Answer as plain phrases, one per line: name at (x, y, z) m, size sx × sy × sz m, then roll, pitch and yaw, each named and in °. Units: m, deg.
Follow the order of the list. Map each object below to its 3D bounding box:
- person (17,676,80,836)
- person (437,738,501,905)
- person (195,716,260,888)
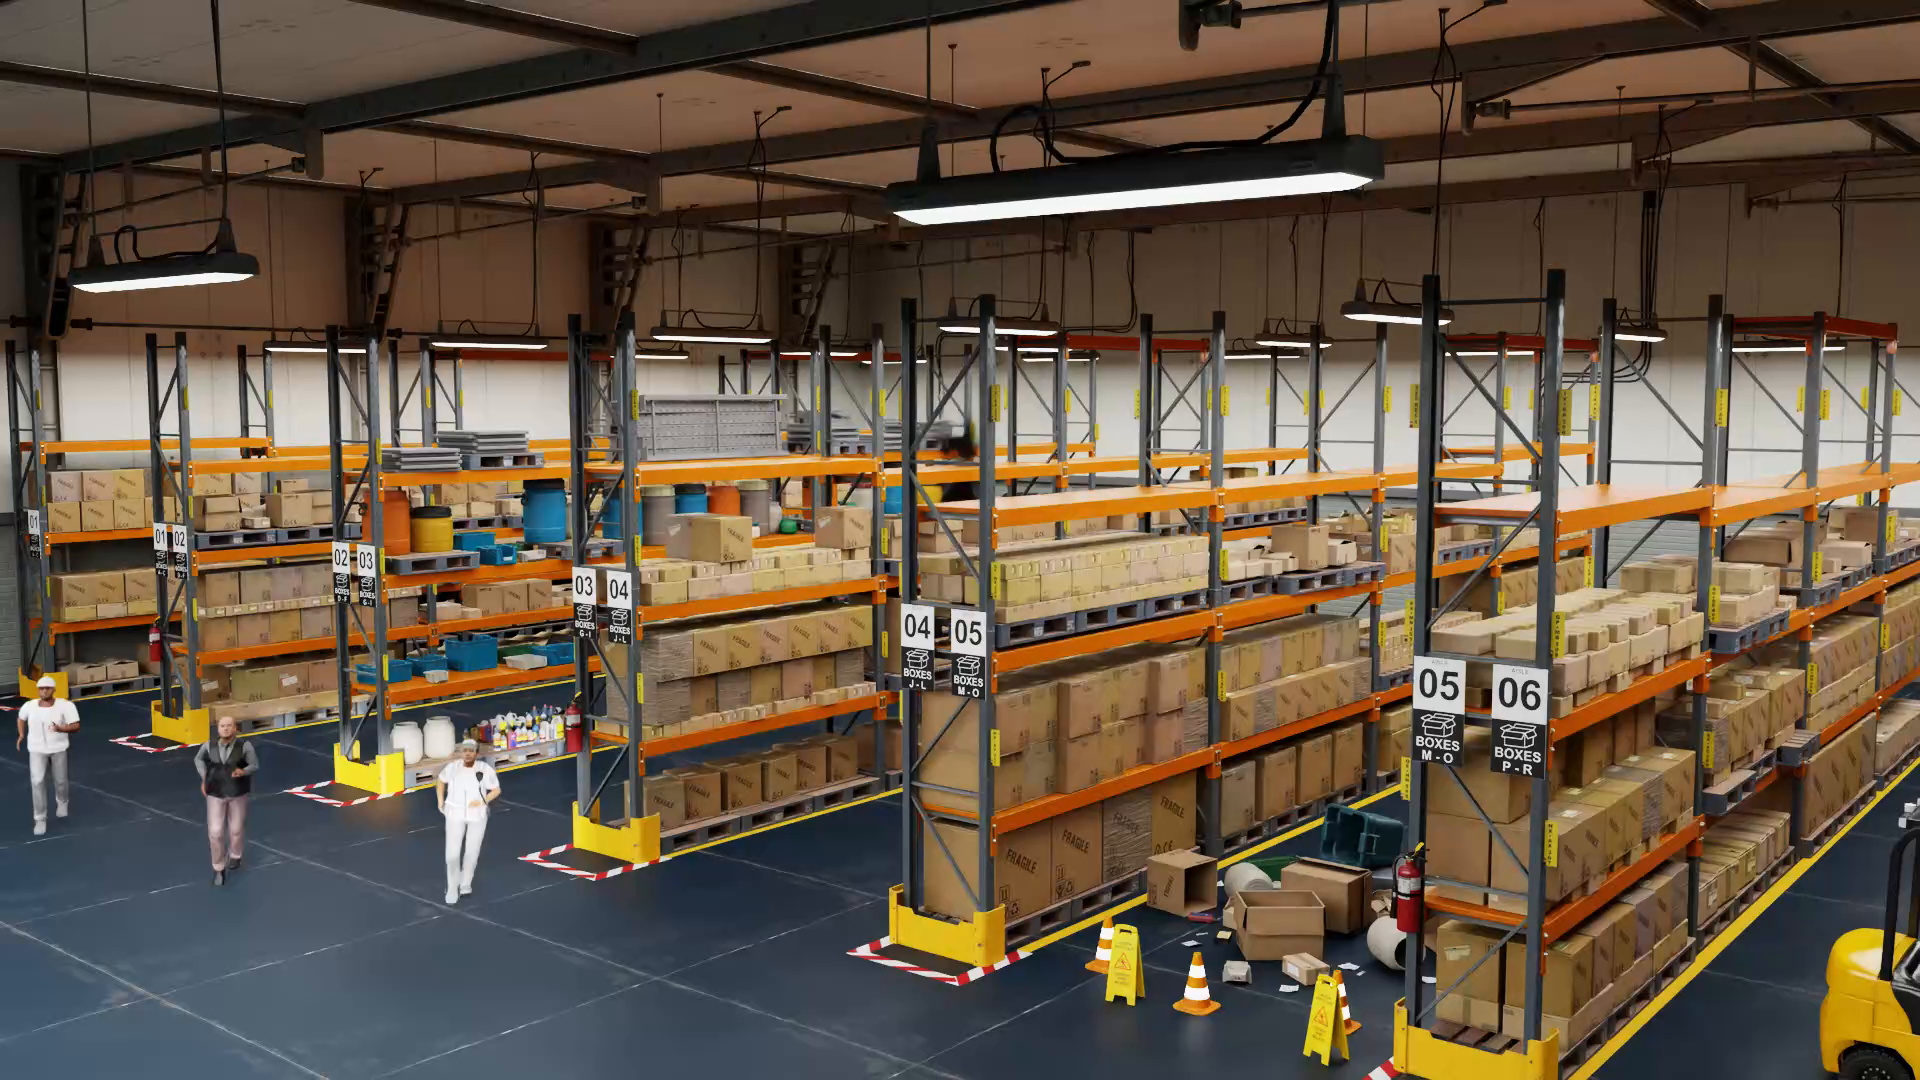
person at (-10.760, 2.502, 19.640) m, size 0.686 × 1.802 × 0.876 m, roll -2°, pitch 6°, yaw -22°
person at (-4.975, 2.843, 16.849) m, size 0.634 × 1.695 × 0.619 m, roll -1°, pitch 5°, yaw -13°
person at (-7.723, 2.740, 17.554) m, size 0.638 × 1.783 × 0.779 m, roll -2°, pitch 6°, yaw -22°
